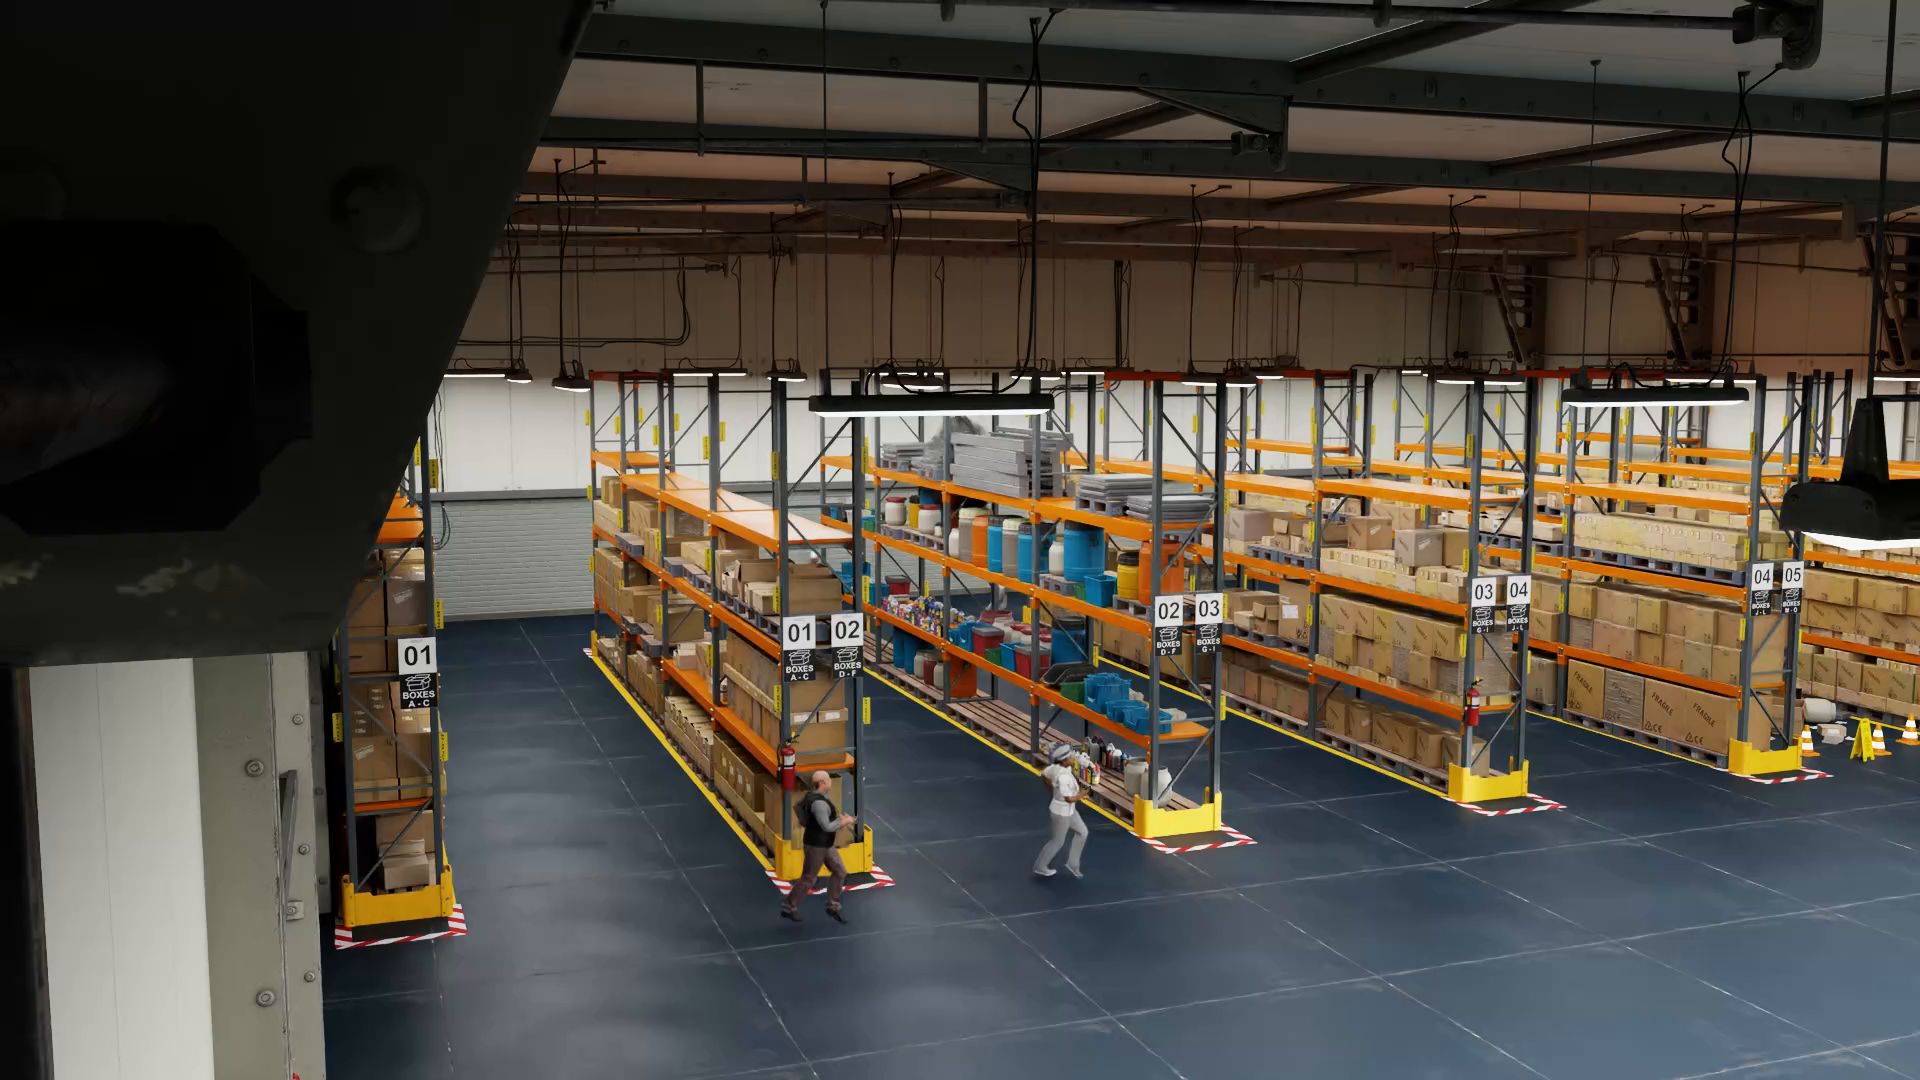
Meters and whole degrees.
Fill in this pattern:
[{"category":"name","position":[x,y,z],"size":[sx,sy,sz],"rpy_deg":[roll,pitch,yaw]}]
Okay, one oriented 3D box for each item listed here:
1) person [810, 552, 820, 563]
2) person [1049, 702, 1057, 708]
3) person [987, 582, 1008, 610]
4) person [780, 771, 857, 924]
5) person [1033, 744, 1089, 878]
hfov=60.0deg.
[{"category":"person","position":[-3.459,1.132,38.847],"size":[0.895,1.717,0.780],"rpy_deg":[0,6,3]},{"category":"person","position":[1.925,2.186,29.794],"size":[0.656,1.686,0.655],"rpy_deg":[-2,7,-17]},{"category":"person","position":[0.867,1.128,39.067],"size":[0.882,1.715,0.698],"rpy_deg":[-2,7,-16]},{"category":"person","position":[-1.567,3.426,18.415],"size":[0.851,1.782,0.599],"rpy_deg":[0,6,1]},{"category":"person","position":[1.200,3.291,19.935],"size":[0.669,1.735,0.567],"rpy_deg":[1,6,8]}]
